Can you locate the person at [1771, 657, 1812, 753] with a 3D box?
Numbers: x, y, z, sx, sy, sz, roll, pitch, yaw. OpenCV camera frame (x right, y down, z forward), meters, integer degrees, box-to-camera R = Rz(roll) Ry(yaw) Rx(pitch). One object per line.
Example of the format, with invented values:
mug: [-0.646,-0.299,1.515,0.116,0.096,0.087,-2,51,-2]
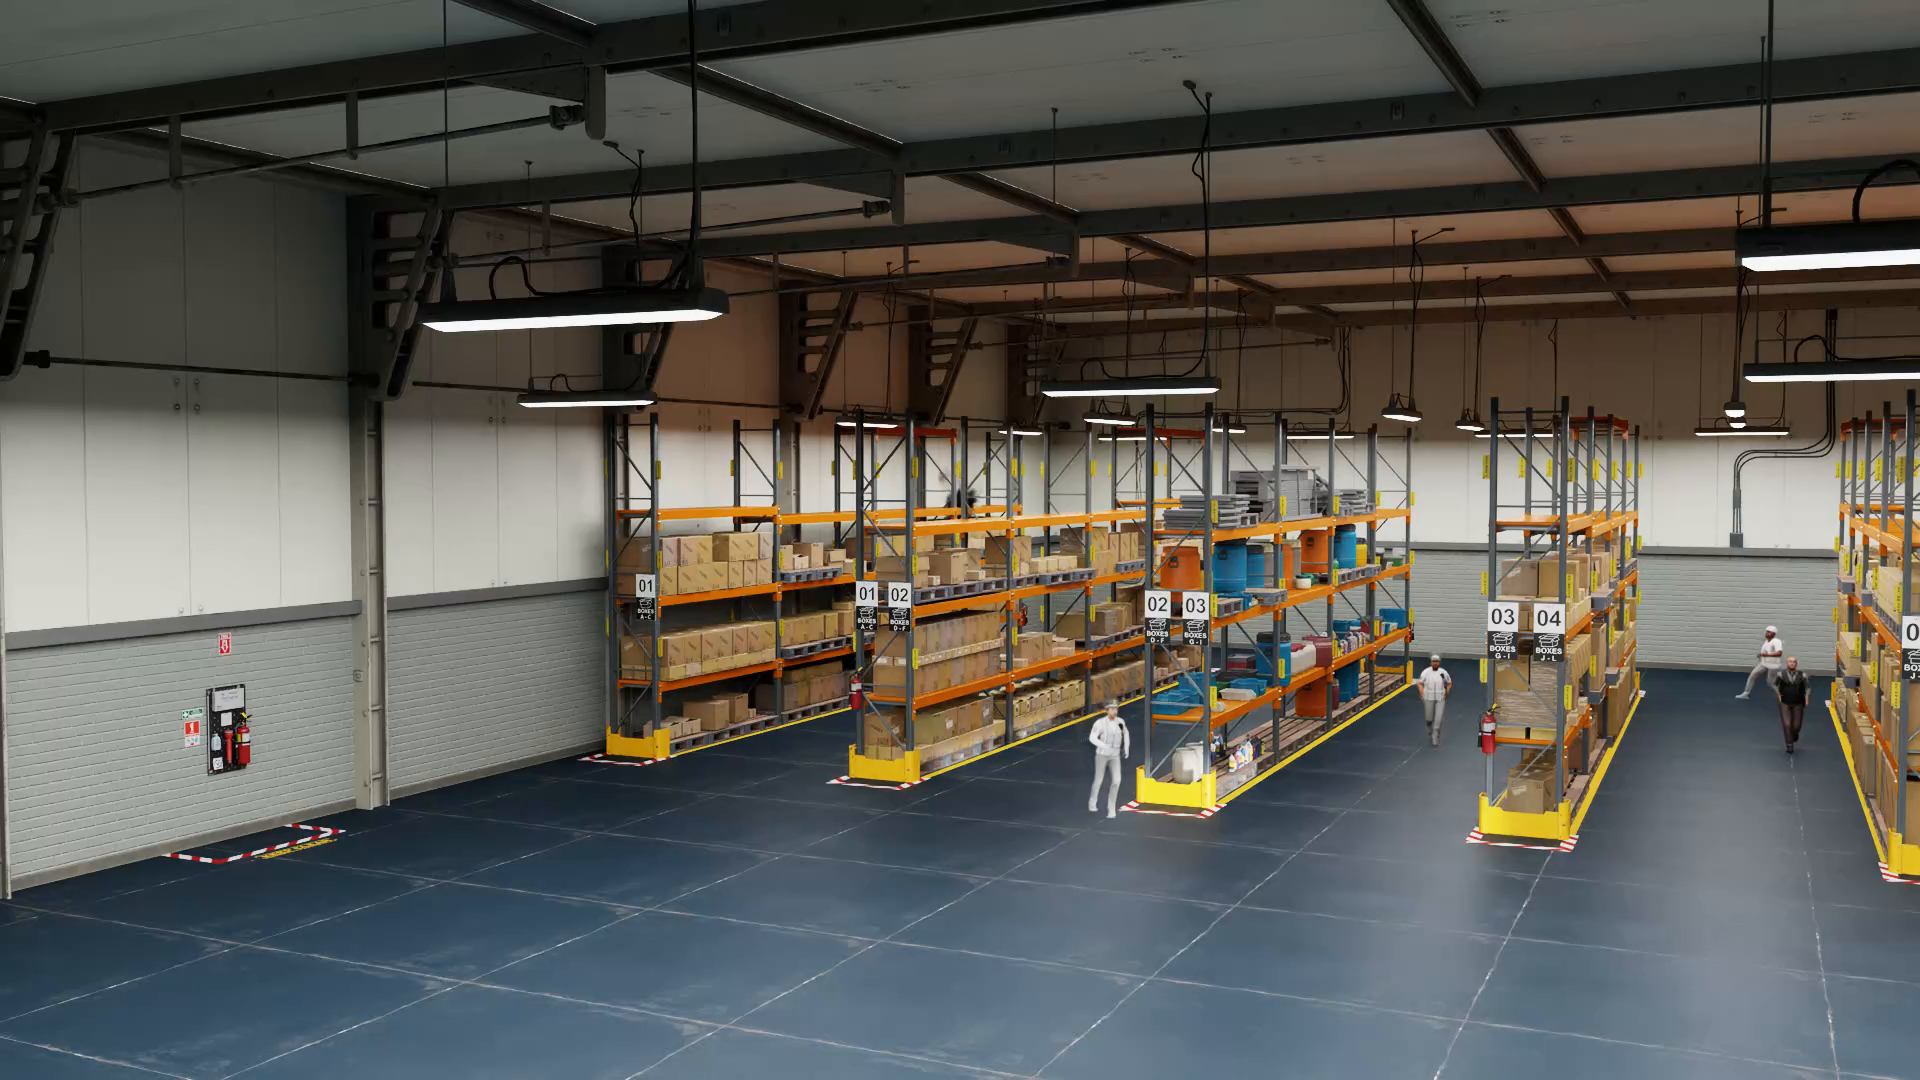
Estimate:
person: [14.821,2.924,29.658,0.660,1.688,0.649,1,3,24]

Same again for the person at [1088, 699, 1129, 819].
person: [2.173,3.169,24.069,0.658,1.762,0.653,-1,2,-13]

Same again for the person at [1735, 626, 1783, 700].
person: [17.452,2.671,35.922,1.098,1.624,0.765,-1,2,-15]

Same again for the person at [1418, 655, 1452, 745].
person: [8.707,2.925,30.485,0.613,1.615,0.587,1,2,14]
